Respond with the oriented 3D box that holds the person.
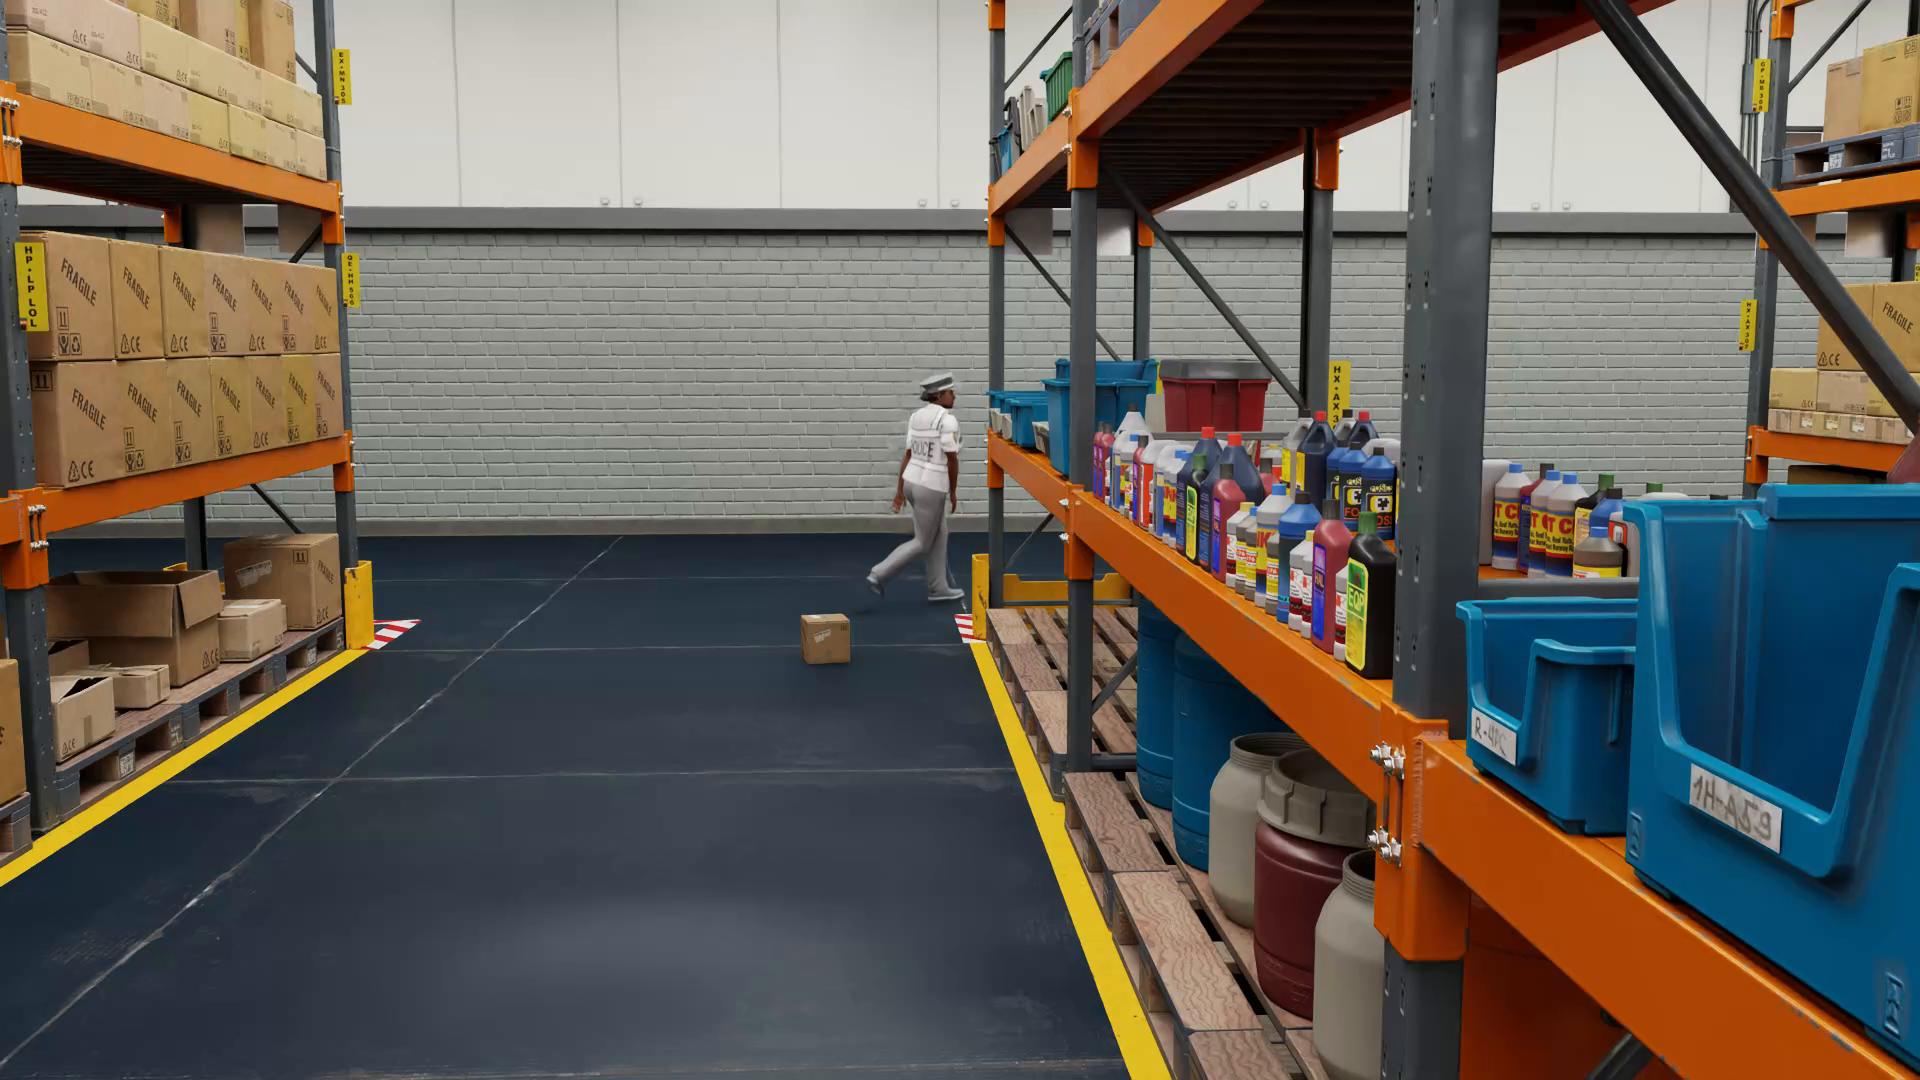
[{"bbox_3d":[-0.259,-0.356,11.641,0.852,1.634,0.477,-5,9,-37],"label":"person"}]
